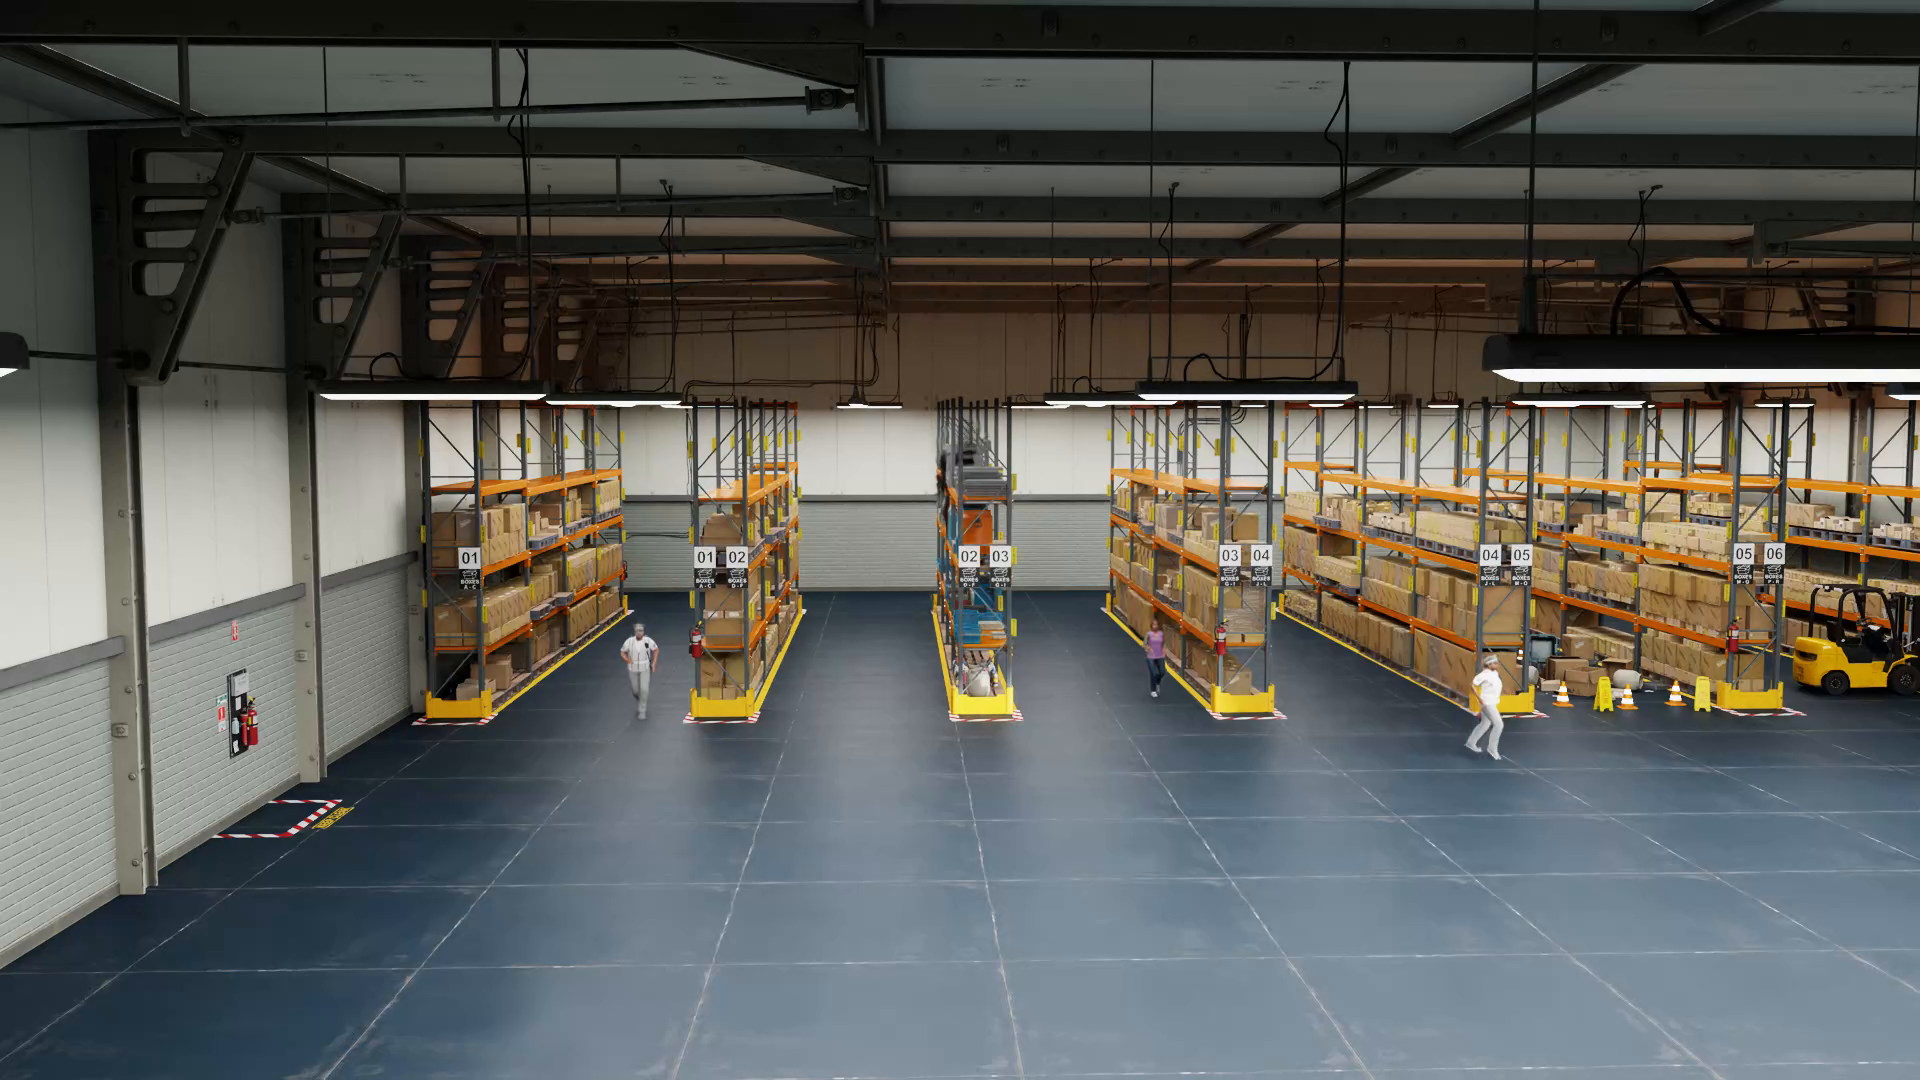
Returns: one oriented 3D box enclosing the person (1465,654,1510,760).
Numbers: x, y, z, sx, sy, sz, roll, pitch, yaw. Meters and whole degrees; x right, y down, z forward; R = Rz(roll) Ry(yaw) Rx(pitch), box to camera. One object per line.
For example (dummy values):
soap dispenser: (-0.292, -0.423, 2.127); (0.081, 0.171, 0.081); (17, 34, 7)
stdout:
person: (8.752, 2.755, 27.593); (0.736, 1.759, 0.555); (3, 6, 38)

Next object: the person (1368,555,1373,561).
person: (11.432, 1.293, 46.290); (0.652, 1.772, 0.839); (0, 4, -3)

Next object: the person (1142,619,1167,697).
person: (3.922, 2.452, 33.312); (0.527, 1.278, 0.543); (-1, 4, -7)

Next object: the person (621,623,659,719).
person: (-6.034, 2.443, 31.317); (0.701, 1.788, 0.849); (0, 4, -6)
